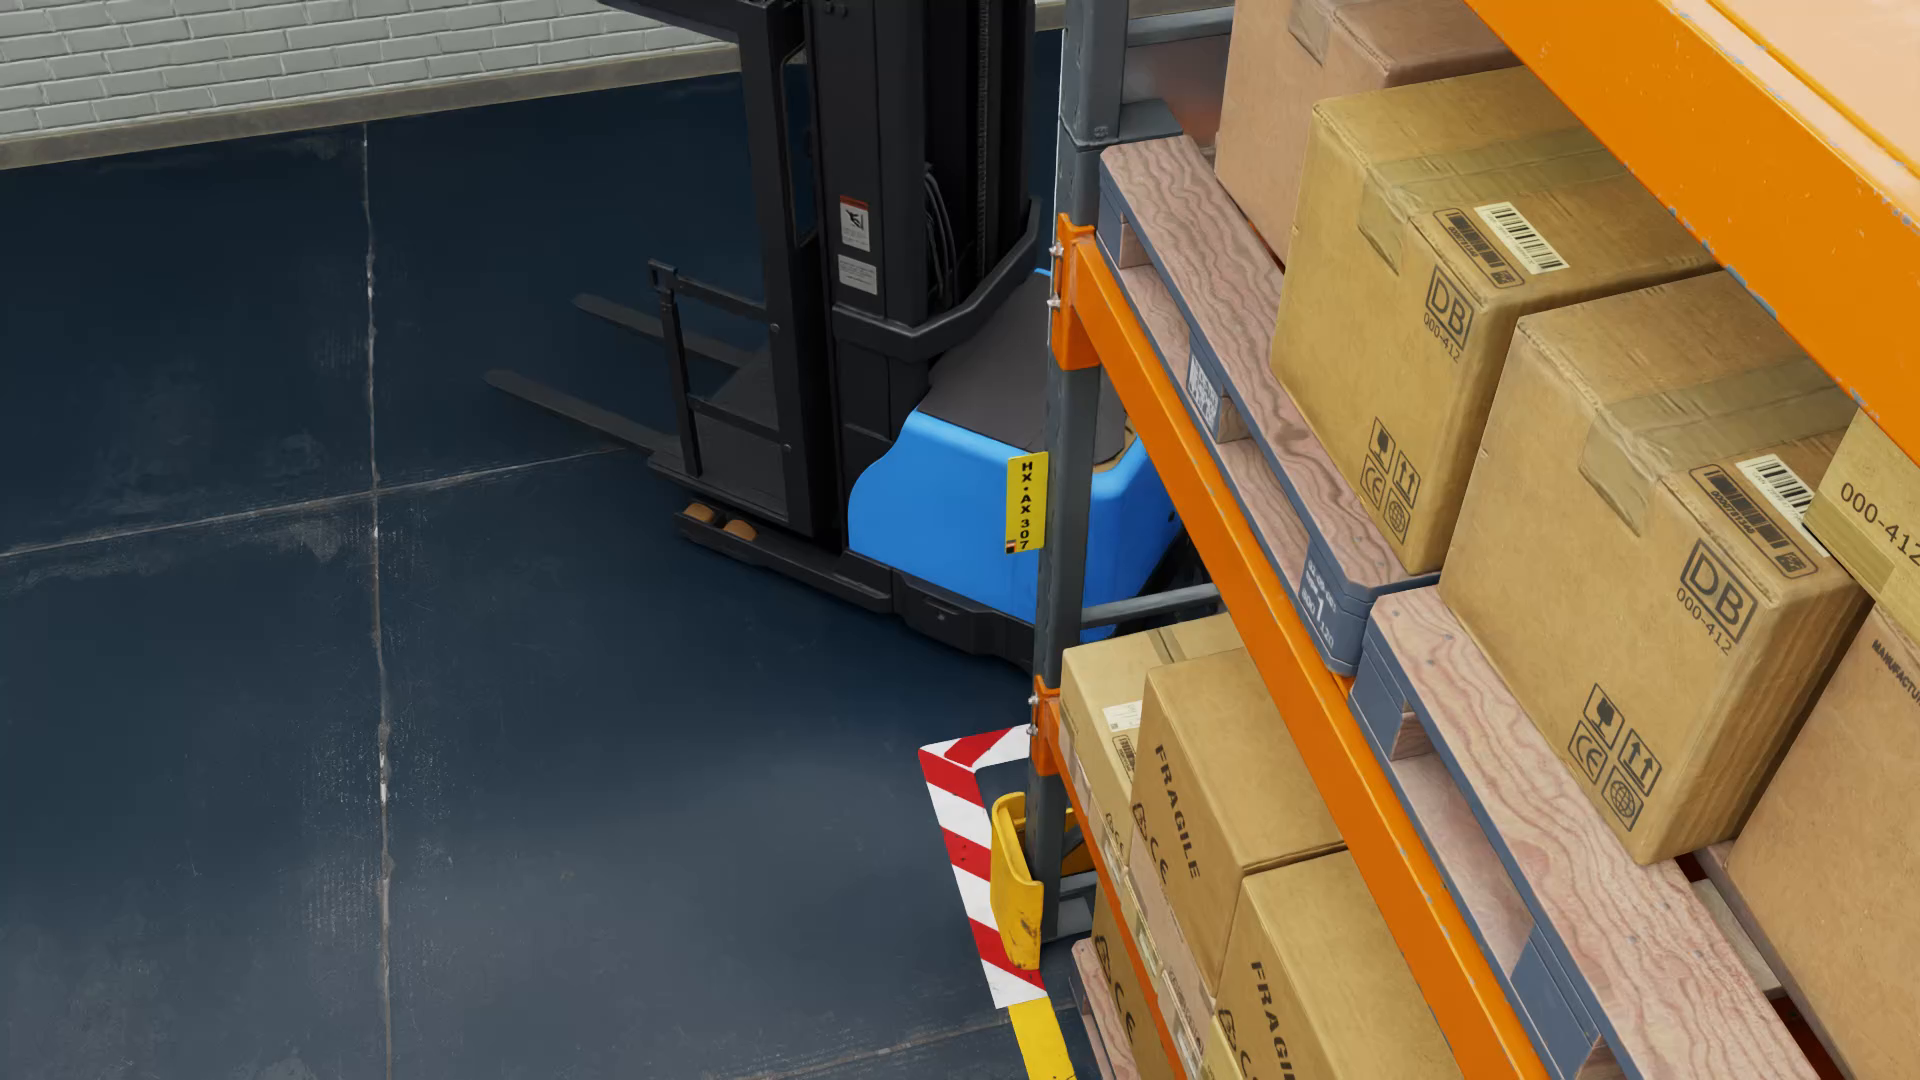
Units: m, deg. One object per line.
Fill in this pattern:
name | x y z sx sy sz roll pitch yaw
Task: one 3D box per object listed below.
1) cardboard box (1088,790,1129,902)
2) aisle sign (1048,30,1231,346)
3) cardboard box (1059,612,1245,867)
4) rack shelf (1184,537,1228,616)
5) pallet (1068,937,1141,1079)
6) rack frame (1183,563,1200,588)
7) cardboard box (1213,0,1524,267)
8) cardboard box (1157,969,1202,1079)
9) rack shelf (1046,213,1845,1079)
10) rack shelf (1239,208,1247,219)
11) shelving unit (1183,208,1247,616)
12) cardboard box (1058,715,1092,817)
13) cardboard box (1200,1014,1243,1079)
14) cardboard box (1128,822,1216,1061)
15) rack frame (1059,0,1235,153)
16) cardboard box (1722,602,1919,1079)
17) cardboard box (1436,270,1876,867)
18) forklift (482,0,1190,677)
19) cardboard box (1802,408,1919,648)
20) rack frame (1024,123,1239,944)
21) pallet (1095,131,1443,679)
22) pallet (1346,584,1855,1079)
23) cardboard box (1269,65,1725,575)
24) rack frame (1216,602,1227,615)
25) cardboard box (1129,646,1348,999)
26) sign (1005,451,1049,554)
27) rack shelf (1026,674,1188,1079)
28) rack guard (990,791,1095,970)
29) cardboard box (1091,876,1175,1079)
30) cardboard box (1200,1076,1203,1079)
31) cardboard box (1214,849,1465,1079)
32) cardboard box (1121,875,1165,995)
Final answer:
cardboard box | 0.540 0.716 4.124 0.380 0.149 0.250 -11 47 -11
aisle sign | 0.392 -0.759 3.574 0.394 0.787 0.004 -11 47 -10
cardboard box | 0.563 0.475 4.081 0.500 0.250 0.500 -12 47 -11
rack shelf | 1.095 0.133 6.149 0.431 0.518 0.480 -3 46 -3
pallet | 0.981 1.659 4.976 1.003 0.211 1.213 -11 47 -10
rack frame | 1.077 -0.540 5.809 0.400 2.100 0.015 -3 46 -3
cardboard box | 0.886 -0.772 2.872 0.700 0.500 0.500 -13 47 -13
cardboard box | 0.673 1.072 3.775 0.380 0.149 0.250 -11 47 -11
rack shelf | 1.213 0.728 2.340 1.077 0.370 4.000 -11 47 -10
rack shelf | 1.095 -0.847 5.149 0.431 0.518 0.480 -3 46 -3
shelving unit | 1.095 -0.367 5.639 0.431 2.100 0.503 -3 46 -3
cardboard box | 0.473 0.539 4.297 0.380 0.149 0.250 -10 46 -10
cardboard box | 0.827 1.180 3.390 0.500 0.250 0.500 -12 47 -12
cardboard box | 0.702 0.832 3.731 0.500 0.250 0.500 -11 47 -11
rack frame | 0.701 -1.954 2.364 1.000 3.000 0.127 -11 47 -10
cardboard box | 1.336 0.352 1.770 0.700 0.500 0.500 -9 46 -9
cardboard box | 1.092 -0.013 2.129 0.700 0.500 0.500 -14 47 -13
forklift | -0.566 -1.250 5.923 3.031 2.935 1.130 22 49 20
cardboard box | 1.208 0.013 1.578 0.500 0.250 0.500 -12 47 -12
rack frame | 0.701 0.146 4.507 1.000 3.000 0.127 -11 47 -10
pallet | 0.901 -0.363 2.967 1.003 0.211 1.213 -11 47 -10
pallet | 1.217 0.481 2.140 1.003 0.211 1.213 -11 47 -10
cardboard box | 0.913 -0.362 2.470 0.700 0.500 0.500 -12 47 -12
rack frame | 1.113 -0.193 5.469 0.400 2.100 0.015 -3 46 -3
cardboard box | 0.691 0.557 3.475 0.500 0.500 0.500 -12 47 -11
sign | 0.163 -0.088 4.074 0.100 0.325 0.005 -11 47 -10
rack shelf | 1.213 1.778 3.411 1.077 0.370 4.000 -11 47 -10
rack guard | 0.695 1.004 5.416 1.175 0.500 0.348 -11 47 -10
cardboard box | 0.942 1.170 4.697 0.875 0.875 0.875 -11 47 -10
cardboard box | 0.737 1.248 3.603 0.380 0.149 0.250 -12 47 -11
cardboard box | 0.829 0.914 3.126 0.500 0.500 0.500 -12 47 -11
cardboard box | 0.606 0.893 3.951 0.380 0.149 0.250 -12 47 -11
